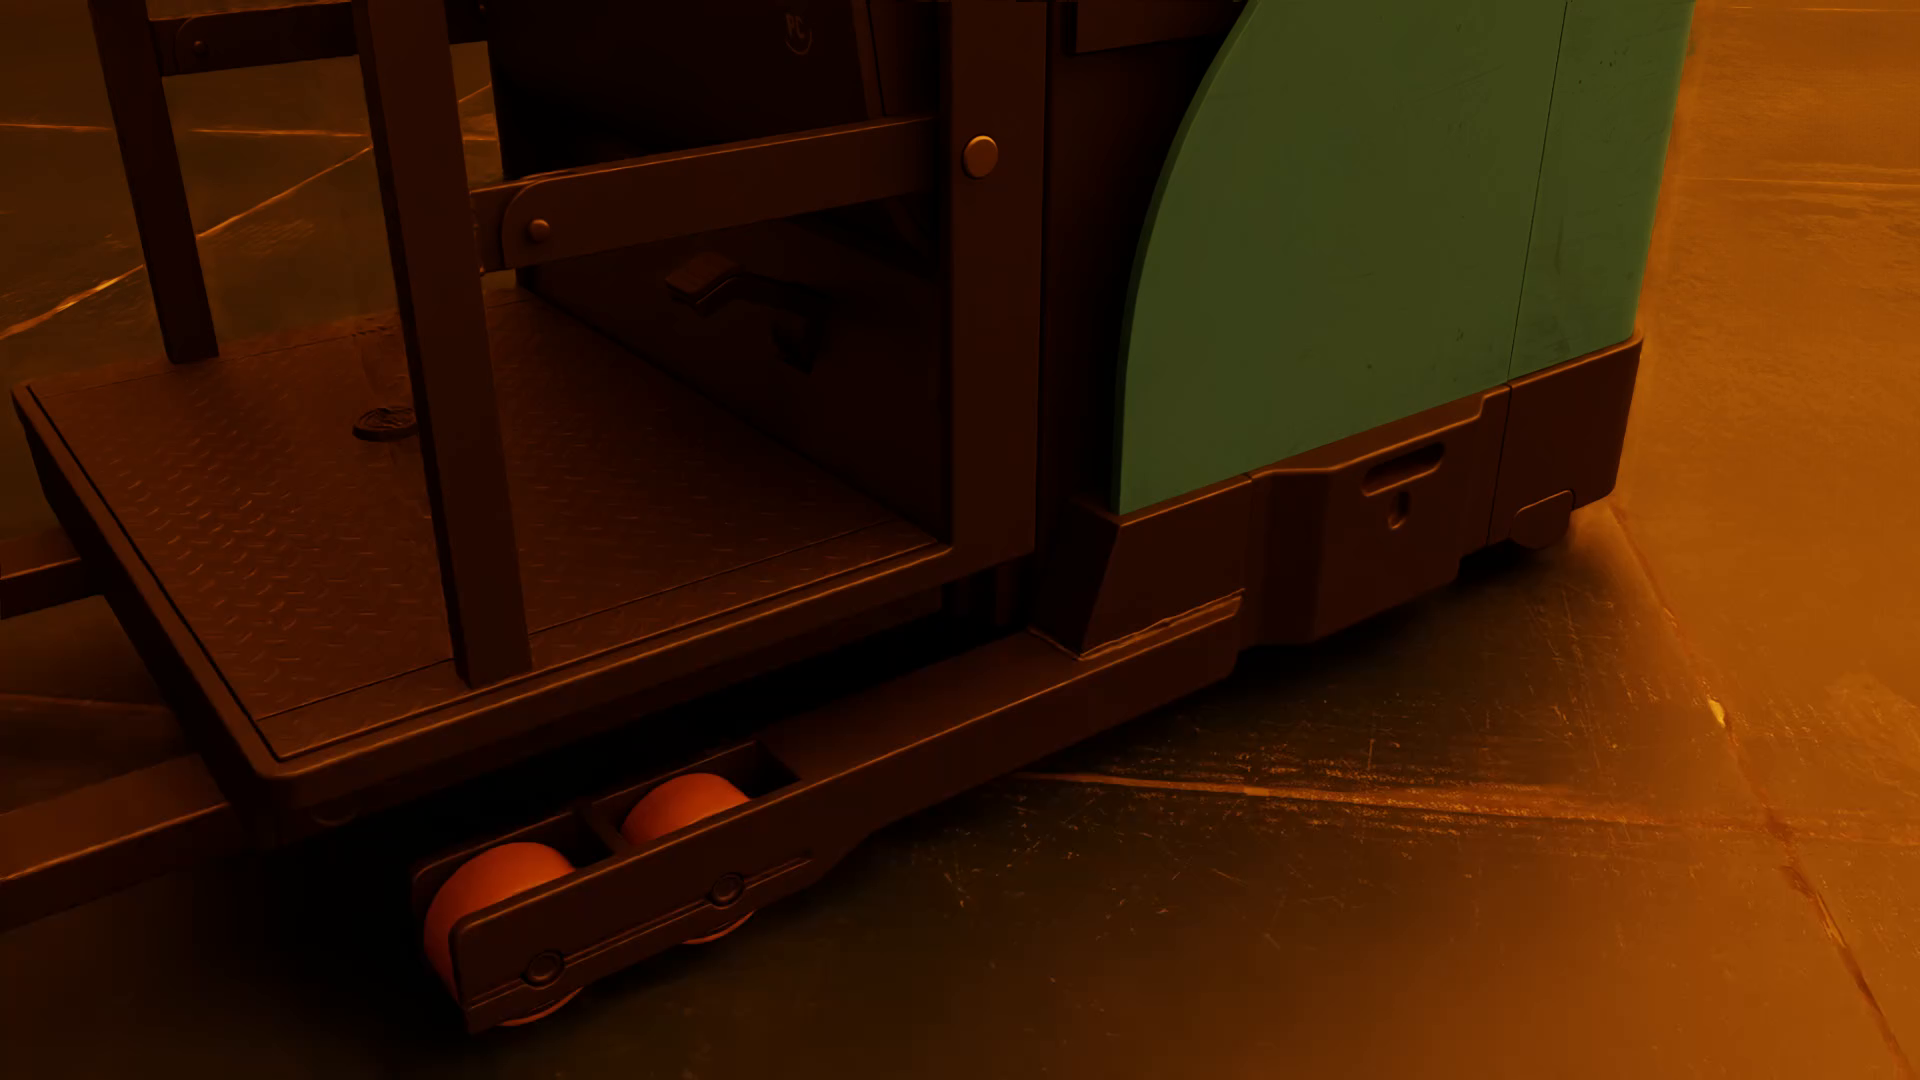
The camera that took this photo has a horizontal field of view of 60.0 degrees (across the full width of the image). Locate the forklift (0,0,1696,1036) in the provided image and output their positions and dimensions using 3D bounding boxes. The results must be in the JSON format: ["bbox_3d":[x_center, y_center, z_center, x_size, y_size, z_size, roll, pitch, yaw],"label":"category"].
[{"bbox_3d":[-0.492,-1.120,1.463,3.031,2.935,1.130,-18,32,-32],"label":"forklift"}]
